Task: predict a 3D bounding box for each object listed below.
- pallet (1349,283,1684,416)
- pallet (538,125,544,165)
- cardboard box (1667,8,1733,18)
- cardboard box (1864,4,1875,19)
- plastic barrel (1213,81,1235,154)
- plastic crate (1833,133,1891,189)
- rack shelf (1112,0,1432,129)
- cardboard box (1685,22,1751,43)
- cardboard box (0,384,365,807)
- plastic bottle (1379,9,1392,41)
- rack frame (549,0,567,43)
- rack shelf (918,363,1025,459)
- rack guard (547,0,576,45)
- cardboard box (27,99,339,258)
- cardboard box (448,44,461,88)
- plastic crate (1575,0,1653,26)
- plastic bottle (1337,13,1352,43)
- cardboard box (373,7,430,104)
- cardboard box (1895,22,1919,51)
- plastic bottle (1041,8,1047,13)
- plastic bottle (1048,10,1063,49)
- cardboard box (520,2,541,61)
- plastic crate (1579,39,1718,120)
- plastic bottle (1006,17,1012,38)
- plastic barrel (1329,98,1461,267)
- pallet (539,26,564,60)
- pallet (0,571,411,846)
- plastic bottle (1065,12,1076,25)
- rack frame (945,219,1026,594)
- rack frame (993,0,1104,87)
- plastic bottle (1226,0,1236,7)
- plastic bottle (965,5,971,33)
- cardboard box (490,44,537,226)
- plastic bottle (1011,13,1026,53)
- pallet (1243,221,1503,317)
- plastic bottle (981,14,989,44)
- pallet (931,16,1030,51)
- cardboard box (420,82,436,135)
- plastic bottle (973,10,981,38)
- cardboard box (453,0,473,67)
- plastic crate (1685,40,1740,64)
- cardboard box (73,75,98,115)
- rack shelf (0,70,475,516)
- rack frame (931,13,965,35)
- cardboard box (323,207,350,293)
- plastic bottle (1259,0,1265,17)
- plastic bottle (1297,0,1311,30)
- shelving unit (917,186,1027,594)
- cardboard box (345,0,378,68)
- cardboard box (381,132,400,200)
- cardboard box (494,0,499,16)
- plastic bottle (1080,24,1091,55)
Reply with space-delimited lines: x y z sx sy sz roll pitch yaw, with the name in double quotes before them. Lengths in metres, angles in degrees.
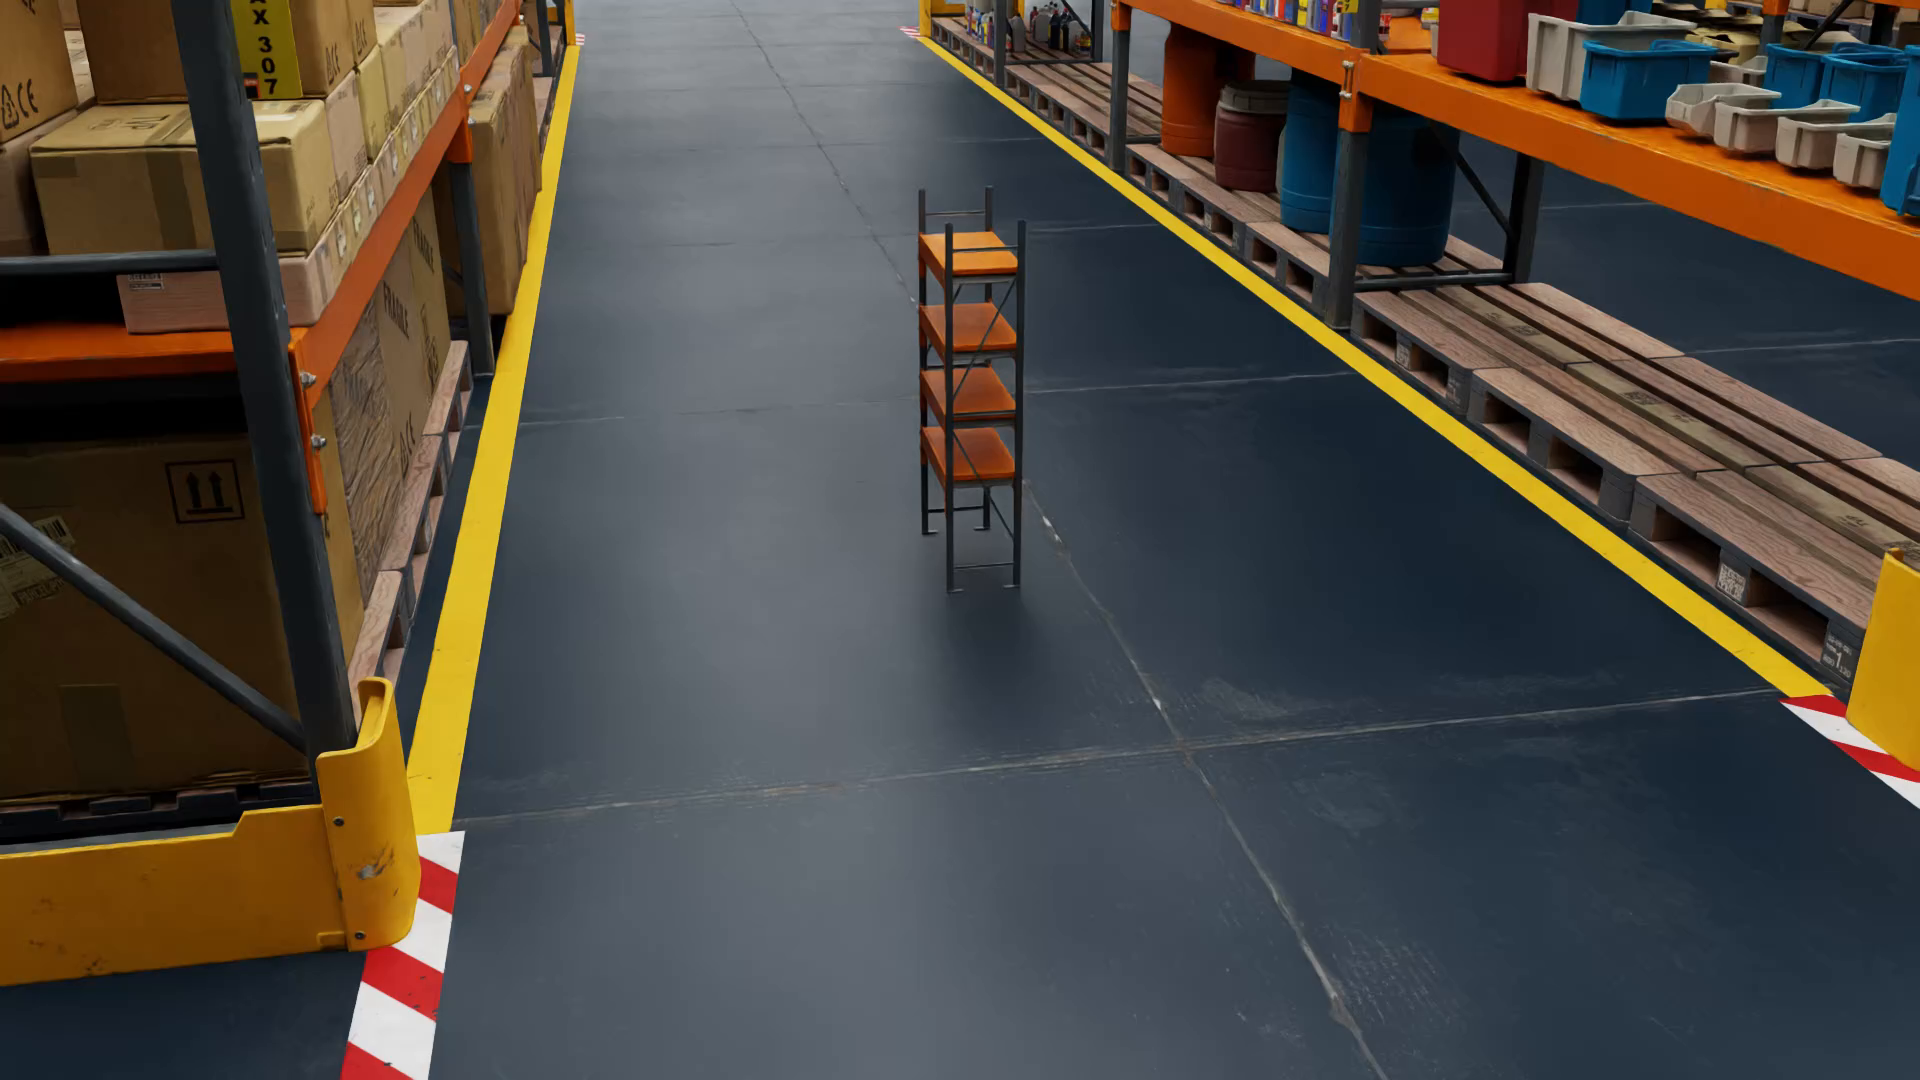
"pallet" 2.466 -0.884 7.511 1.003 0.211 1.213 -4 24 -10
"pallet" -3.459 -2.685 11.633 1.003 0.211 1.213 -4 24 -10
"cardboard box" 6.319 -4.413 14.316 0.500 0.311 0.500 -5 24 -10
"cardboard box" 10.272 -5.854 18.418 0.380 0.149 0.250 -6 24 -14
"plastic barrel" 1.851 -2.667 10.693 0.421 0.512 0.421 0 24 0
"plastic crate" 2.703 -1.089 4.750 0.396 0.136 0.243 -4 24 -10
"rack shelf" 1.922 -2.905 9.553 1.077 0.370 4.000 -4 24 -10
"cardboard box" 5.979 -3.968 13.298 0.500 0.311 0.500 -5 24 -11
"cardboard box" -2.033 0.027 4.070 0.875 0.875 0.875 -4 24 -10
"plastic bottle" 2.020 -2.505 7.986 0.097 0.201 0.097 0 24 0
"rack frame" -4.795 -6.802 17.576 1.000 3.000 0.127 -4 24 -10
"rack shelf" 0.031 -0.423 5.388 0.258 0.148 0.480 -4 24 -10
"rack guard" -4.781 -5.626 18.008 1.175 0.500 0.348 -4 24 -10
"cardboard box" -1.660 -0.785 3.615 0.500 0.250 0.500 -5 24 -11
"cardboard box" -2.198 -1.871 6.600 0.380 0.149 0.250 -4 24 -9
"plastic crate" 2.713 -2.310 7.237 0.392 0.384 0.575 -4 24 -10
"plastic bottle" 1.901 -2.523 7.933 0.152 0.276 0.135 -4 24 -10
"cardboard box" -2.044 -1.591 5.461 0.500 0.250 0.500 -4 24 -9
"cardboard box" 6.839 -3.414 11.456 0.500 0.250 0.500 -3 24 -8
"plastic bottle" 0.888 -5.276 16.936 0.152 0.276 0.135 -5 24 -11
"plastic bottle" 0.929 -4.920 16.028 0.144 0.351 0.185 -4 24 -10
"cardboard box" -4.203 -4.660 15.271 0.500 0.500 0.500 3 24 7
"plastic crate" 2.400 -1.615 5.833 0.416 0.233 0.300 -4 24 -10
"plastic bottle" 0.410 -4.815 15.786 0.144 0.351 0.185 -5 24 -11
"plastic barrel" 2.208 -1.894 8.437 0.600 0.901 0.708 -4 24 -10
"pallet" -4.665 -5.172 17.328 1.003 0.211 1.213 -4 24 -10
"pallet" -2.061 0.461 4.431 1.003 0.211 1.213 -4 24 -10
"plastic bottle" 1.071 -4.931 16.052 0.144 0.351 0.185 -4 24 -8
"rack frame" 0.076 -0.389 5.141 0.240 1.200 0.015 -4 24 -10
"rack frame" 0.812 -5.595 14.813 1.000 3.000 0.127 -4 24 -10
"plastic bottle" 1.596 -3.196 9.382 0.144 0.351 0.185 -4 24 -10
"plastic bottle" 0.102 -5.383 17.188 0.097 0.271 0.097 0 24 0
"cardboard box" -3.051 -2.250 9.283 1.225 0.875 0.875 -4 24 -10
"plastic bottle" 0.552 -4.825 15.811 0.144 0.351 0.185 -4 24 -10
"pallet" 2.190 -1.477 8.868 1.003 0.211 1.213 -4 24 -10
"plastic bottle" 0.289 -5.047 16.412 0.152 0.276 0.135 -4 24 -9
"pallet" 0.278 -5.544 18.180 1.003 0.211 1.213 -4 24 -10
"cardboard box" -2.007 -1.466 5.673 0.380 0.149 0.250 -4 24 -9
"plastic bottle" 0.184 -5.209 16.789 0.097 0.271 0.097 0 24 0
"cardboard box" -2.415 -2.327 7.205 0.500 0.500 0.500 -4 24 -10
"plastic crate" 2.763 -1.929 6.689 0.437 0.125 0.590 -4 24 -10
"cardboard box" -2.280 -0.947 3.985 0.500 0.250 0.500 -5 24 -11
"rack shelf" -2.206 -0.965 5.112 1.077 0.370 4.000 -4 24 -10
"rack frame" 0.073 -7.168 18.415 1.000 3.000 0.127 -4 24 -10
"cardboard box" -1.626 -0.658 3.823 0.380 0.149 0.250 -5 24 -11
"plastic bottle" 1.667 -2.927 8.952 0.097 0.201 0.097 0 24 0
"plastic bottle" 1.800 -2.763 8.390 0.144 0.351 0.185 -4 24 -10
"shelving unit" 0.031 -0.485 5.361 0.258 1.200 0.503 -4 24 -10
"cardboard box" -1.854 -1.528 4.381 0.500 0.500 0.500 -5 24 -11
"cardboard box" -1.818 -1.063 4.750 0.380 0.149 0.250 -5 24 -10
"cardboard box" -2.795 -3.125 9.032 0.500 0.500 0.500 -5 24 -11
"plastic bottle" 1.184 -4.704 15.632 0.097 0.271 0.097 0 24 0
